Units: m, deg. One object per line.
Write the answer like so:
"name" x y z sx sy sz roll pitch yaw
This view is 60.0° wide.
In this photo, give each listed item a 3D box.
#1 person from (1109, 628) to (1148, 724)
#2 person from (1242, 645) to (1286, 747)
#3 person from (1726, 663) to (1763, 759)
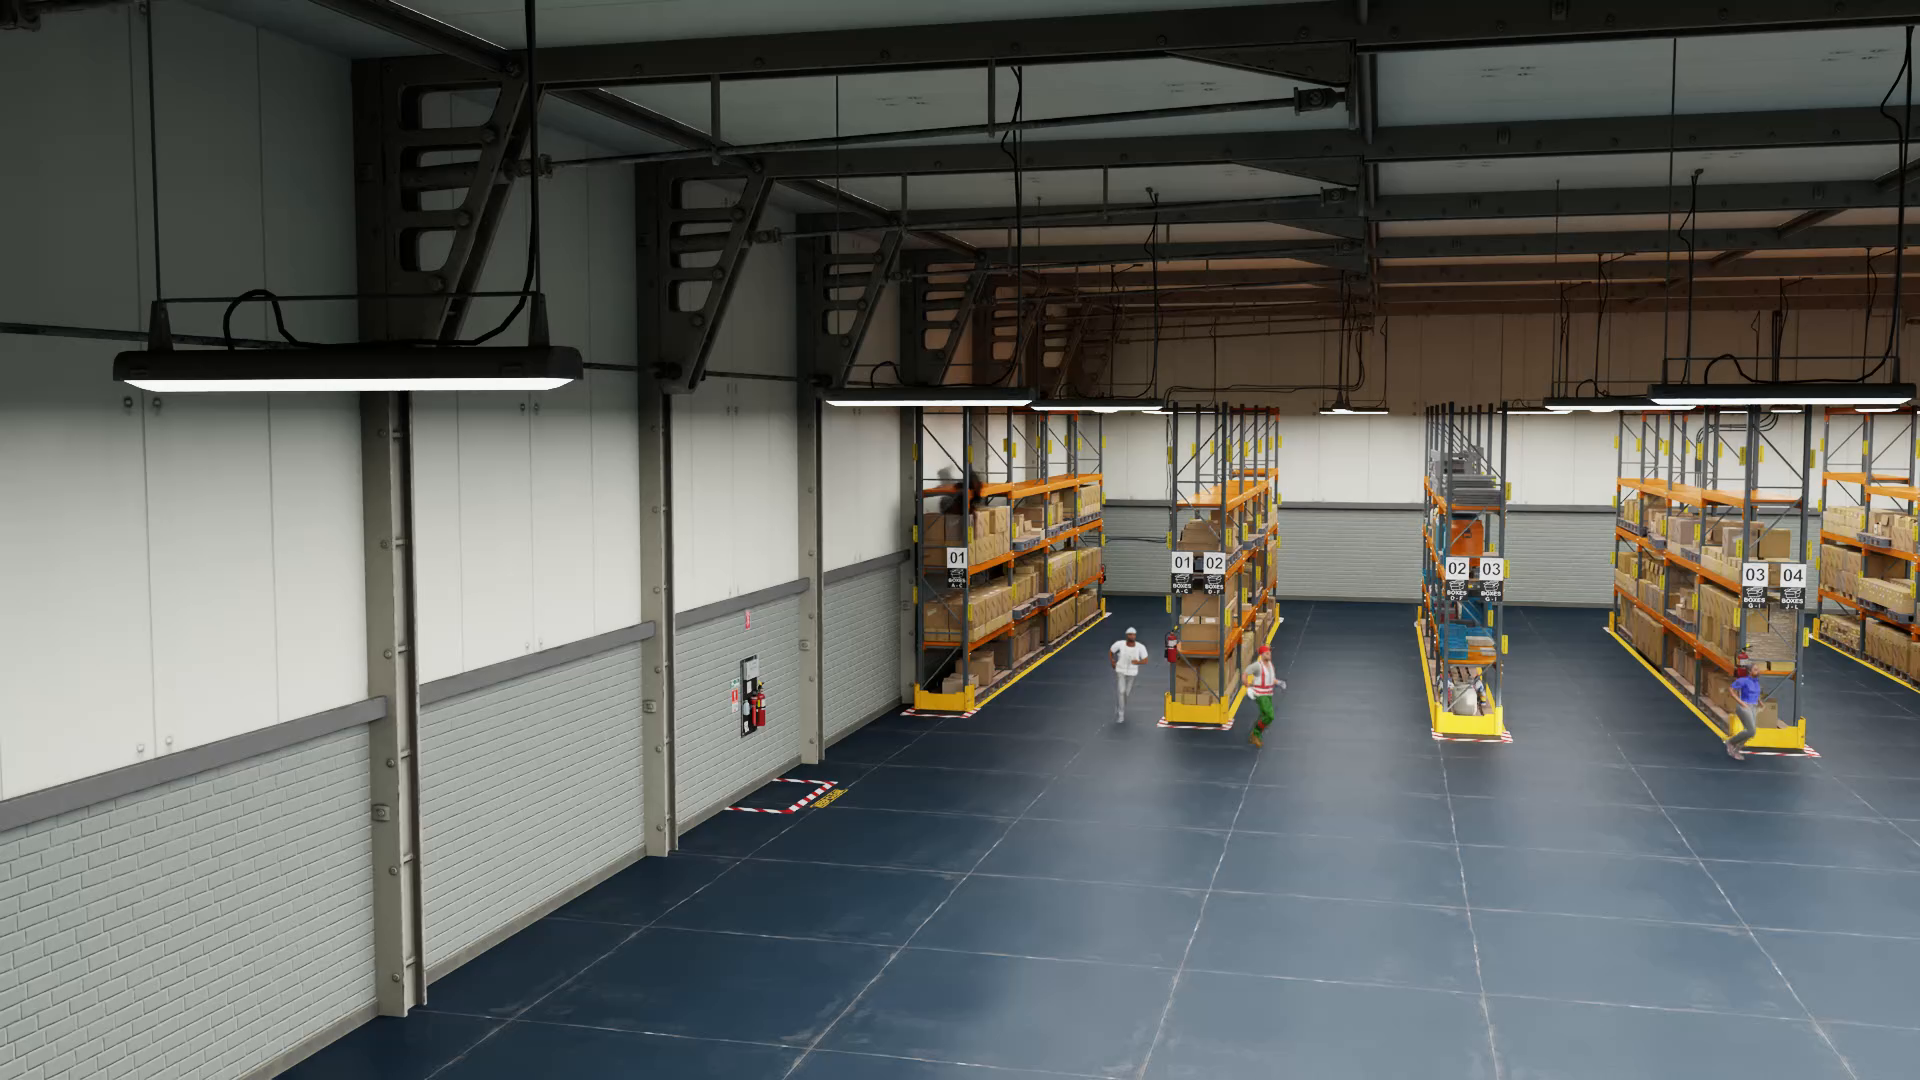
"person" 3.200 2.531 31.525 0.727 1.769 0.919 0 4 -3
"person" 5.300 2.704 28.831 0.659 1.760 0.655 4 6 42
"person" 13.201 2.873 27.846 0.568 1.618 0.512 -3 5 -32
